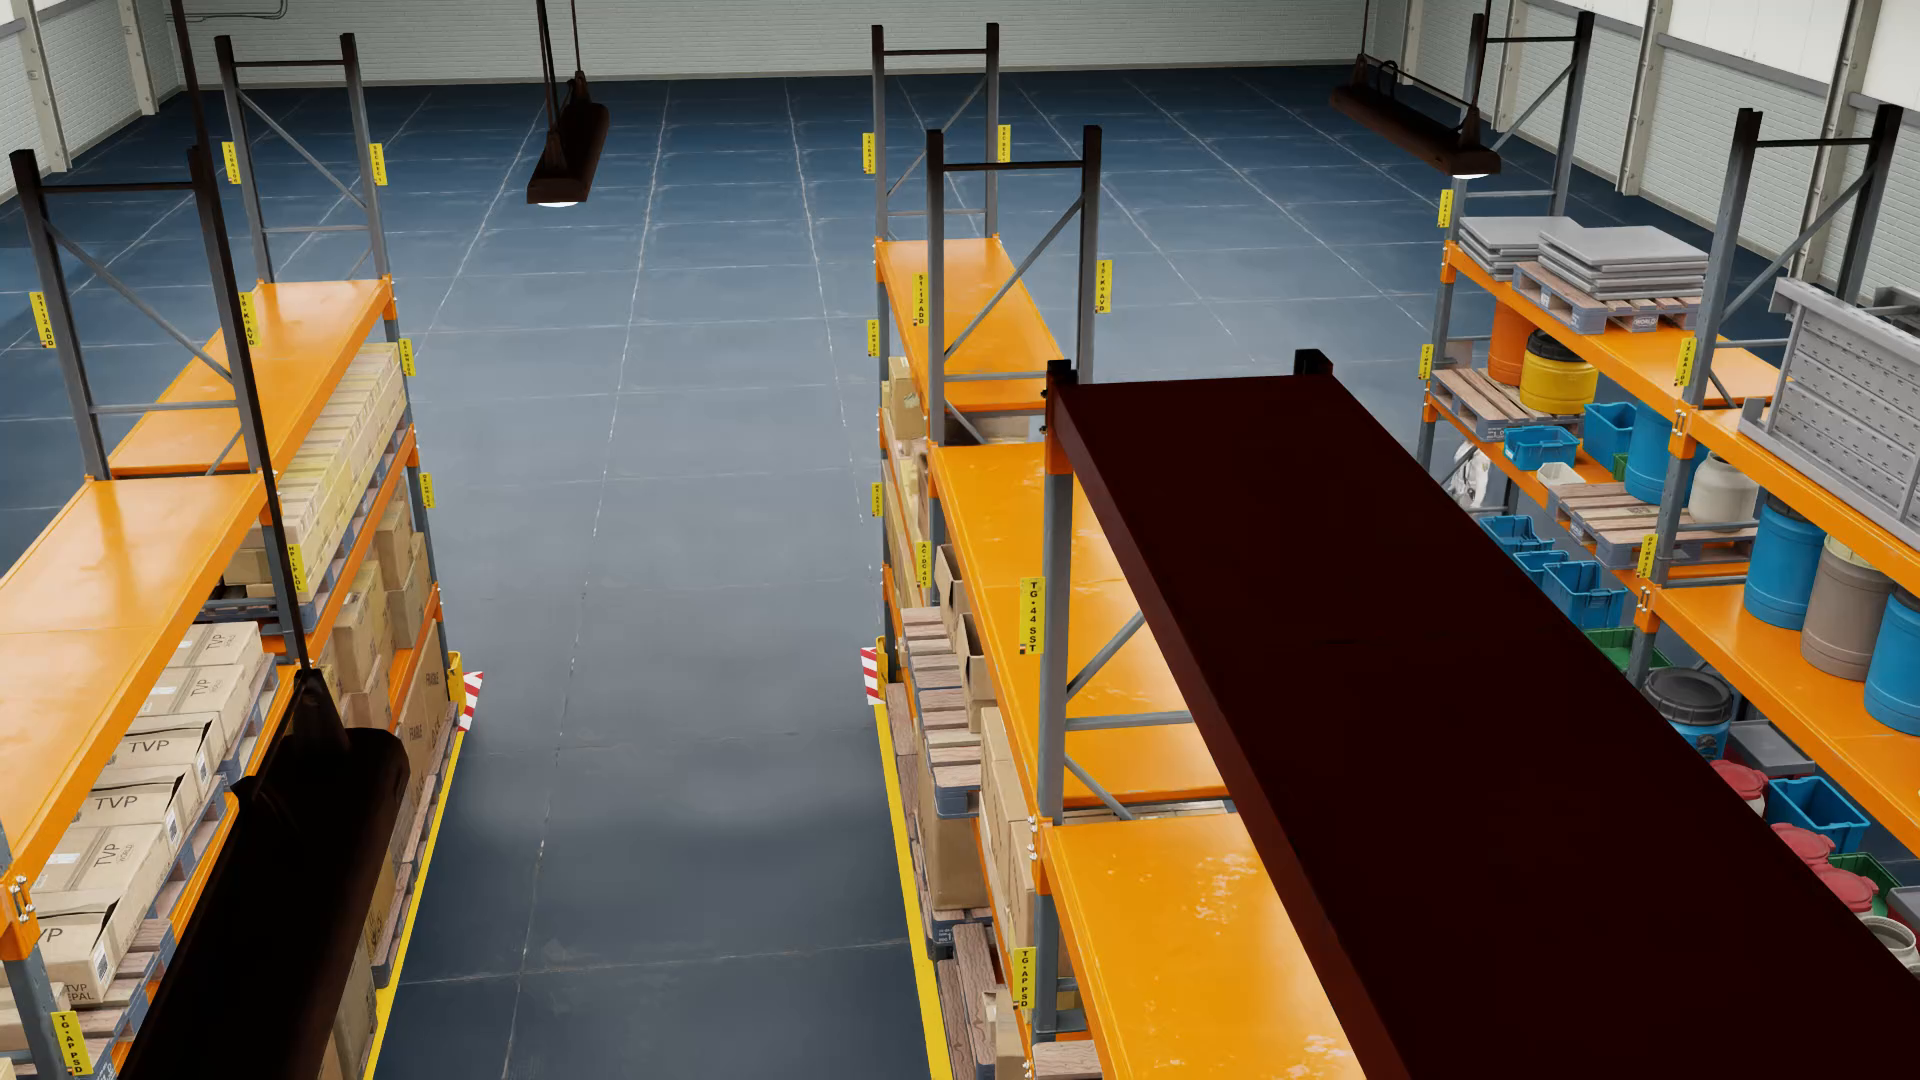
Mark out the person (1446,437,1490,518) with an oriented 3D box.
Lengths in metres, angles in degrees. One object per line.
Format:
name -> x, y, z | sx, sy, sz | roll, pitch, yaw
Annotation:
person -> 5.399, -0.491, 17.605 | 0.443, 1.687, 0.543 | 1, 26, 2
